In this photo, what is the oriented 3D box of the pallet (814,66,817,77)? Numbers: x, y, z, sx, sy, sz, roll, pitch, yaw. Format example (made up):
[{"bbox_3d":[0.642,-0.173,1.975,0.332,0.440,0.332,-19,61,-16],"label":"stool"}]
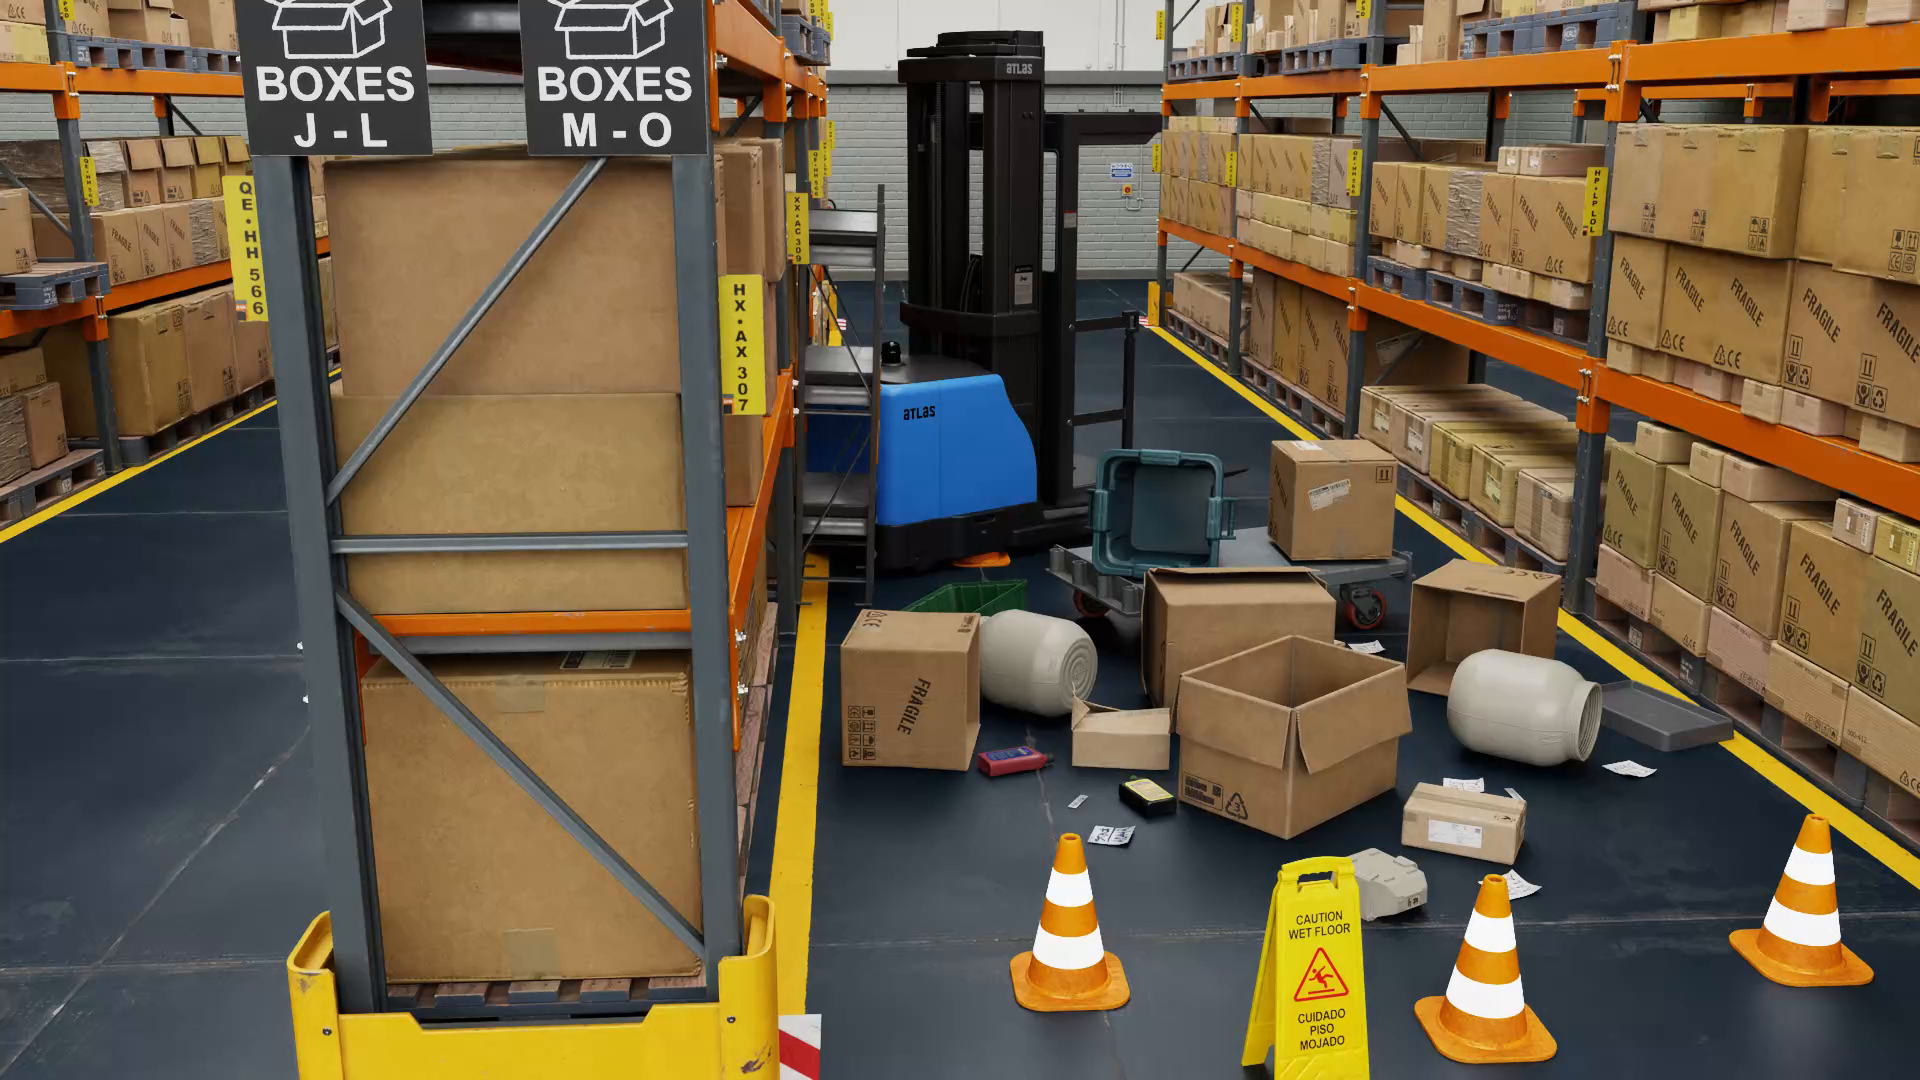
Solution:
[{"bbox_3d":[-1.873,-4.180,14.608,1.213,0.211,1.003,-1,14,-3],"label":"pallet"}]

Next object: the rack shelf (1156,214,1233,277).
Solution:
[{"bbox_3d":[3.006,-3.224,17.979,1.077,0.370,4.000,-1,14,-3],"label":"rack shelf"}]

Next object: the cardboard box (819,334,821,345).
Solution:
[{"bbox_3d":[-1.476,-1.658,14.624,0.500,0.500,0.500,-1,14,-5],"label":"cardboard box"}]

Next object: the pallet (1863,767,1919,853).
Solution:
[{"bbox_3d":[3.853,1.039,5.565,1.003,0.211,1.213,-1,14,-3],"label":"pallet"}]

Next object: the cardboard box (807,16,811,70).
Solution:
[{"bbox_3d":[-1.327,-3.625,11.877,0.500,0.500,0.500,-1,14,-3],"label":"cardboard box"}]

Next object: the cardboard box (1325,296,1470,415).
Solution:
[{"bbox_3d":[3.418,-1.427,12.975,0.875,0.875,0.875,-1,14,-4],"label":"cardboard box"}]

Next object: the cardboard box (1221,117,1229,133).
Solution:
[{"bbox_3d":[2.846,-4.185,16.763,0.380,0.149,0.250,-1,14,-4],"label":"cardboard box"}]

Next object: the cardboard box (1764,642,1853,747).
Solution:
[{"bbox_3d":[3.492,0.582,6.419,0.500,0.250,0.500,-1,14,-5],"label":"cardboard box"}]

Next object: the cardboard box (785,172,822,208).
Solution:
[{"bbox_3d":[-1.584,-3.293,16.006,0.500,0.500,0.500,-1,14,-4],"label":"cardboard box"}]

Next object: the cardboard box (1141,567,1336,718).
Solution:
[{"bbox_3d":[1.171,0.423,7.100,0.797,0.637,0.503,-1,14,-3],"label":"cardboard box"}]

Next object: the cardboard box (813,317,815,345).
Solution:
[{"bbox_3d":[-1.389,-1.635,13.032,0.500,0.250,0.500,-1,14,-4],"label":"cardboard box"}]

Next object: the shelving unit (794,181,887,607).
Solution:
[{"bbox_3d":[-0.618,-0.723,8.485,0.431,2.100,0.503,2,23,-3],"label":"shelving unit"}]

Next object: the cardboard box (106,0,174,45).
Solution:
[{"bbox_3d":[-6.661,-4.141,13.029,0.797,0.503,0.637,-1,14,-4],"label":"cardboard box"}]

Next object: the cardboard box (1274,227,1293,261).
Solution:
[{"bbox_3d":[2.965,-2.508,14.053,0.500,0.250,0.500,-1,14,-4],"label":"cardboard box"}]

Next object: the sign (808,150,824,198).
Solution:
[{"bbox_3d":[-1.003,-2.548,11.587,0.100,0.325,0.005,-1,14,-3],"label":"sign"}]

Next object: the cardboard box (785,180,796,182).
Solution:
[{"bbox_3d":[-1.487,-2.855,13.570,0.380,0.149,0.250,-1,14,-4],"label":"cardboard box"}]

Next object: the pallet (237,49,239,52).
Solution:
[{"bbox_3d":[-6.802,-4.535,15.790,1.003,0.211,1.213,-1,14,-3],"label":"pallet"}]

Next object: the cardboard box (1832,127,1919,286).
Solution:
[{"bbox_3d":[3.465,-1.142,5.640,0.700,0.500,0.500,-1,14,-4],"label":"cardboard box"}]

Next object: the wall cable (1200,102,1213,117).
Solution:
[{"bbox_3d":[3.924,-5.988,25.241,0.588,1.984,0.122,-1,14,-3],"label":"wall cable"}]

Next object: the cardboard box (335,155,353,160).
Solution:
[{"bbox_3d":[-6.717,-4.234,18.661,0.500,0.500,0.500,-1,14,-3],"label":"cardboard box"}]

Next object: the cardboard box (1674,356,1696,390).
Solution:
[{"bbox_3d":[3.439,-0.752,7.435,0.380,0.149,0.250,-1,14,-4],"label":"cardboard box"}]

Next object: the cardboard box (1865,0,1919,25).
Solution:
[{"bbox_3d":[3.432,-1.887,5.824,0.380,0.149,0.250,-1,14,-4],"label":"cardboard box"}]

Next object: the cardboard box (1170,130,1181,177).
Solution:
[{"bbox_3d":[2.666,-4.350,18.705,0.500,0.500,0.500,-1,14,-5],"label":"cardboard box"}]

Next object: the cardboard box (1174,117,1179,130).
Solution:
[{"bbox_3d":[2.616,-4.693,18.738,0.380,0.149,0.250,0,14,-2],"label":"cardboard box"}]

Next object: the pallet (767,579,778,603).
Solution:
[{"bbox_3d":[-1.432,0.176,8.917,1.003,0.211,1.213,-1,14,-3],"label":"pallet"}]

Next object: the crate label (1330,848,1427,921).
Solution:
[{"bbox_3d":[1.361,1.116,5.413,0.250,0.136,0.298,-9,17,-32],"label":"crate label"}]

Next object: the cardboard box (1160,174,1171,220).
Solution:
[{"bbox_3d":[2.625,-3.994,19.329,0.500,0.500,0.500,-1,14,-4],"label":"cardboard box"}]

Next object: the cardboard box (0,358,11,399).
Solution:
[{"bbox_3d":[-6.399,-0.994,10.500,0.500,0.250,0.500,1,14,3],"label":"cardboard box"}]

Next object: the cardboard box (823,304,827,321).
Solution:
[{"bbox_3d":[-1.614,-2.418,17.685,0.380,0.149,0.250,-1,14,-3],"label":"cardboard box"}]

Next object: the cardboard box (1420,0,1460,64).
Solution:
[{"bbox_3d":[3.426,-3.345,10.787,0.700,0.500,0.500,-1,14,-3],"label":"cardboard box"}]

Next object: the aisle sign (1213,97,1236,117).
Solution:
[{"bbox_3d":[3.187,-5.351,19.587,0.394,0.787,0.004,-1,14,-3],"label":"aisle sign"}]

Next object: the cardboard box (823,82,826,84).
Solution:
[{"bbox_3d":[-1.721,-5.112,18.156,0.500,0.250,0.500,-1,14,-3],"label":"cardboard box"}]

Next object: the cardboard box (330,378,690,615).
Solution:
[{"bbox_3d":[-1.129,-0.153,4.299,0.875,0.550,0.550,-1,14,-3],"label":"cardboard box"}]

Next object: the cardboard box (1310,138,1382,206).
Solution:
[{"bbox_3d":[3.044,-2.864,12.932,0.500,0.500,0.500,-1,14,-2],"label":"cardboard box"}]

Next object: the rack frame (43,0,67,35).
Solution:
[{"bbox_3d":[-6.514,-4.832,10.748,1.000,3.000,0.127,-1,14,-3],"label":"rack frame"}]

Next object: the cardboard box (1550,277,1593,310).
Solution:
[{"bbox_3d":[3.318,-1.290,8.683,0.380,0.149,0.250,-1,14,-3],"label":"cardboard box"}]

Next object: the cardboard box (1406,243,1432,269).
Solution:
[{"bbox_3d":[3.163,-1.869,10.934,0.380,0.149,0.250,-1,14,-3],"label":"cardboard box"}]

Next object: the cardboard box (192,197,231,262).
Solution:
[{"bbox_3d":[-6.397,-2.605,13.930,0.500,0.500,0.500,-1,14,-4],"label":"cardboard box"}]

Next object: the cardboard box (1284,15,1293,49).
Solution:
[{"bbox_3d":[2.893,-4.206,13.760,0.396,0.266,0.258,0,14,1],"label":"cardboard box"}]

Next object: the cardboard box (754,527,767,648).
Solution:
[{"bbox_3d":[-1.340,0.000,7.429,0.875,0.875,0.875,-1,14,-3],"label":"cardboard box"}]

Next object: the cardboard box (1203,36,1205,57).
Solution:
[{"bbox_3d":[2.925,-5.358,17.945,0.500,0.311,0.500,-1,14,-2],"label":"cardboard box"}]

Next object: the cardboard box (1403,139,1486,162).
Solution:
[{"bbox_3d":[3.591,-2.739,12.444,0.500,0.500,0.500,-1,14,-5],"label":"cardboard box"}]

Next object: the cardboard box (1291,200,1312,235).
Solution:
[{"bbox_3d":[3.006,-2.620,13.488,0.500,0.250,0.500,-1,14,-5],"label":"cardboard box"}]

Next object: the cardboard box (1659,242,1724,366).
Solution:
[{"bbox_3d":[3.429,-1.039,7.248,0.500,0.500,0.500,-1,14,-4],"label":"cardboard box"}]

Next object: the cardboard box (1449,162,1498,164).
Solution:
[{"bbox_3d":[3.683,-2.367,11.565,0.500,0.500,0.500,-1,14,-5],"label":"cardboard box"}]

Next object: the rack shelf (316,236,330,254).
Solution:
[{"bbox_3d":[-6.885,-3.071,17.384,1.077,0.370,4.000,-1,14,-3],"label":"rack shelf"}]

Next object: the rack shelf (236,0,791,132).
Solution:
[{"bbox_3d":[-1.185,-1.590,5.611,1.077,0.370,4.000,-1,14,-3],"label":"rack shelf"}]

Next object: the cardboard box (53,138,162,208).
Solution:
[{"bbox_3d":[-6.580,-2.805,12.695,0.797,0.503,0.637,-1,14,-2],"label":"cardboard box"}]

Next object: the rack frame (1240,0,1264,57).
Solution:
[{"bbox_3d":[3.130,-5.980,15.208,1.000,3.000,0.127,-1,14,-3],"label":"rack frame"}]

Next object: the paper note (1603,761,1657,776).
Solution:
[{"bbox_3d":[2.622,0.890,6.505,0.142,0.019,0.148,-6,16,-23],"label":"paper note"}]

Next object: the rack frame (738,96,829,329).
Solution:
[{"bbox_3d":[-2.053,-3.968,19.428,1.000,3.000,0.127,-1,14,-3],"label":"rack frame"}]

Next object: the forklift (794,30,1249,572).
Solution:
[{"bbox_3d":[0.499,-1.513,10.025,3.031,2.935,1.130,-11,18,-36],"label":"forklift"}]

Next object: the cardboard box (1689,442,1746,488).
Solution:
[{"bbox_3d":[3.374,-0.323,7.132,0.380,0.149,0.250,0,14,-1],"label":"cardboard box"}]

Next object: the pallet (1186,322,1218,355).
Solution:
[{"bbox_3d":[3.082,-2.218,18.225,1.003,0.211,1.213,-1,14,-3],"label":"pallet"}]

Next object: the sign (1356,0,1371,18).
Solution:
[{"bbox_3d":[2.823,-3.815,11.616,0.100,0.325,0.005,-1,14,-3],"label":"sign"}]

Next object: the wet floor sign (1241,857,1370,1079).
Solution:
[{"bbox_3d":[0.917,1.128,4.346,0.267,0.644,0.232,-3,15,-13],"label":"wet floor sign"}]

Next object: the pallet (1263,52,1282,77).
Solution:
[{"bbox_3d":[3.236,-4.207,14.723,0.805,0.209,1.217,-1,15,-6],"label":"pallet"}]
